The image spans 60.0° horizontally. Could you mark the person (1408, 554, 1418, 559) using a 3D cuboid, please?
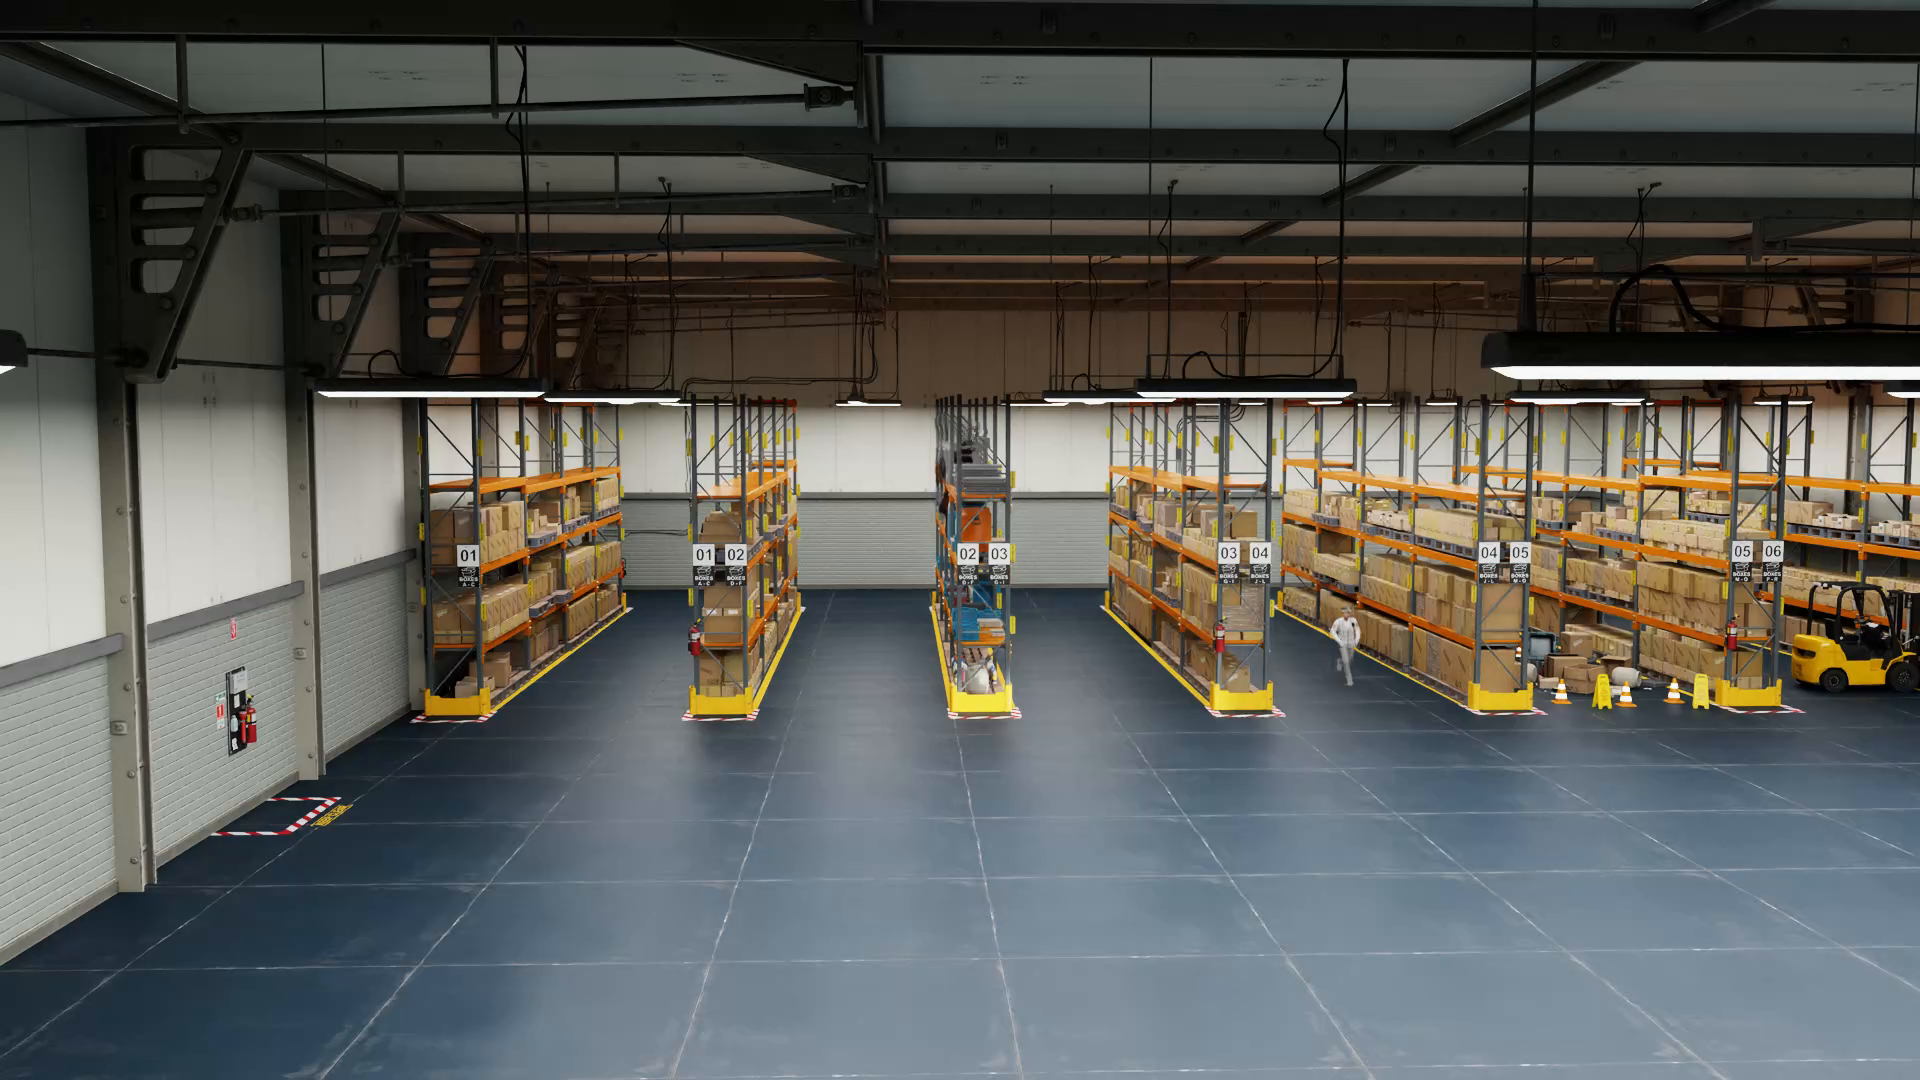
[{"bbox_3d":[12.275,1.309,45.049,0.599,1.835,0.852,-2,5,-21],"label":"person"}]

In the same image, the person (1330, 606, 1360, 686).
[{"bbox_3d":[8.051,2.189,34.819,0.631,1.674,0.810,-1,5,-8],"label":"person"}]
